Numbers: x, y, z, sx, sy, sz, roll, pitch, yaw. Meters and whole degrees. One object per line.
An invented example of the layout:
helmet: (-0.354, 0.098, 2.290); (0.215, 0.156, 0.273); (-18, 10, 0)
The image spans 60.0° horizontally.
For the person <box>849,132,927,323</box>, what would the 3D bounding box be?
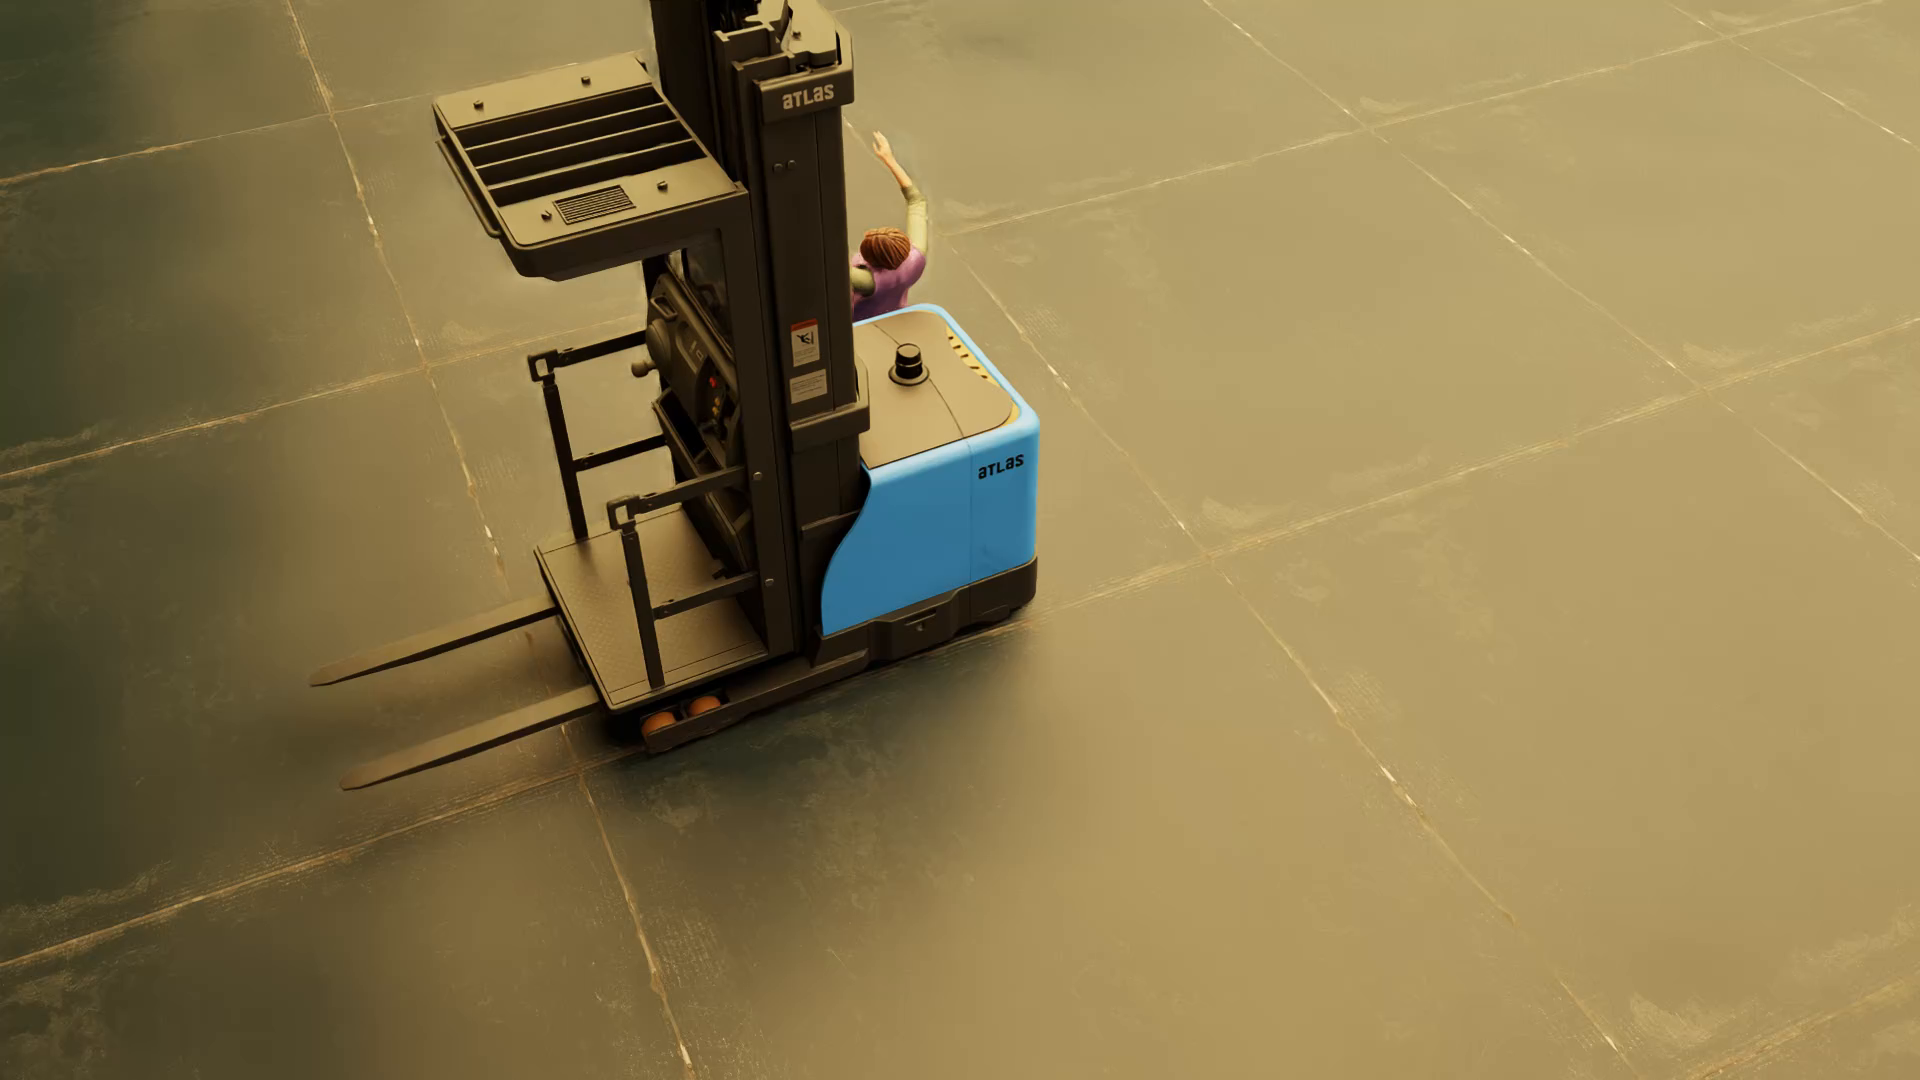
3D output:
person: (-0.540, -1.104, 7.910); (0.884, 1.503, 0.701); (-22, 47, -22)

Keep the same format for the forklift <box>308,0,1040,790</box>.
forklift: (-1.207, -0.611, 6.335); (3.031, 2.935, 1.130); (-19, 46, -19)
